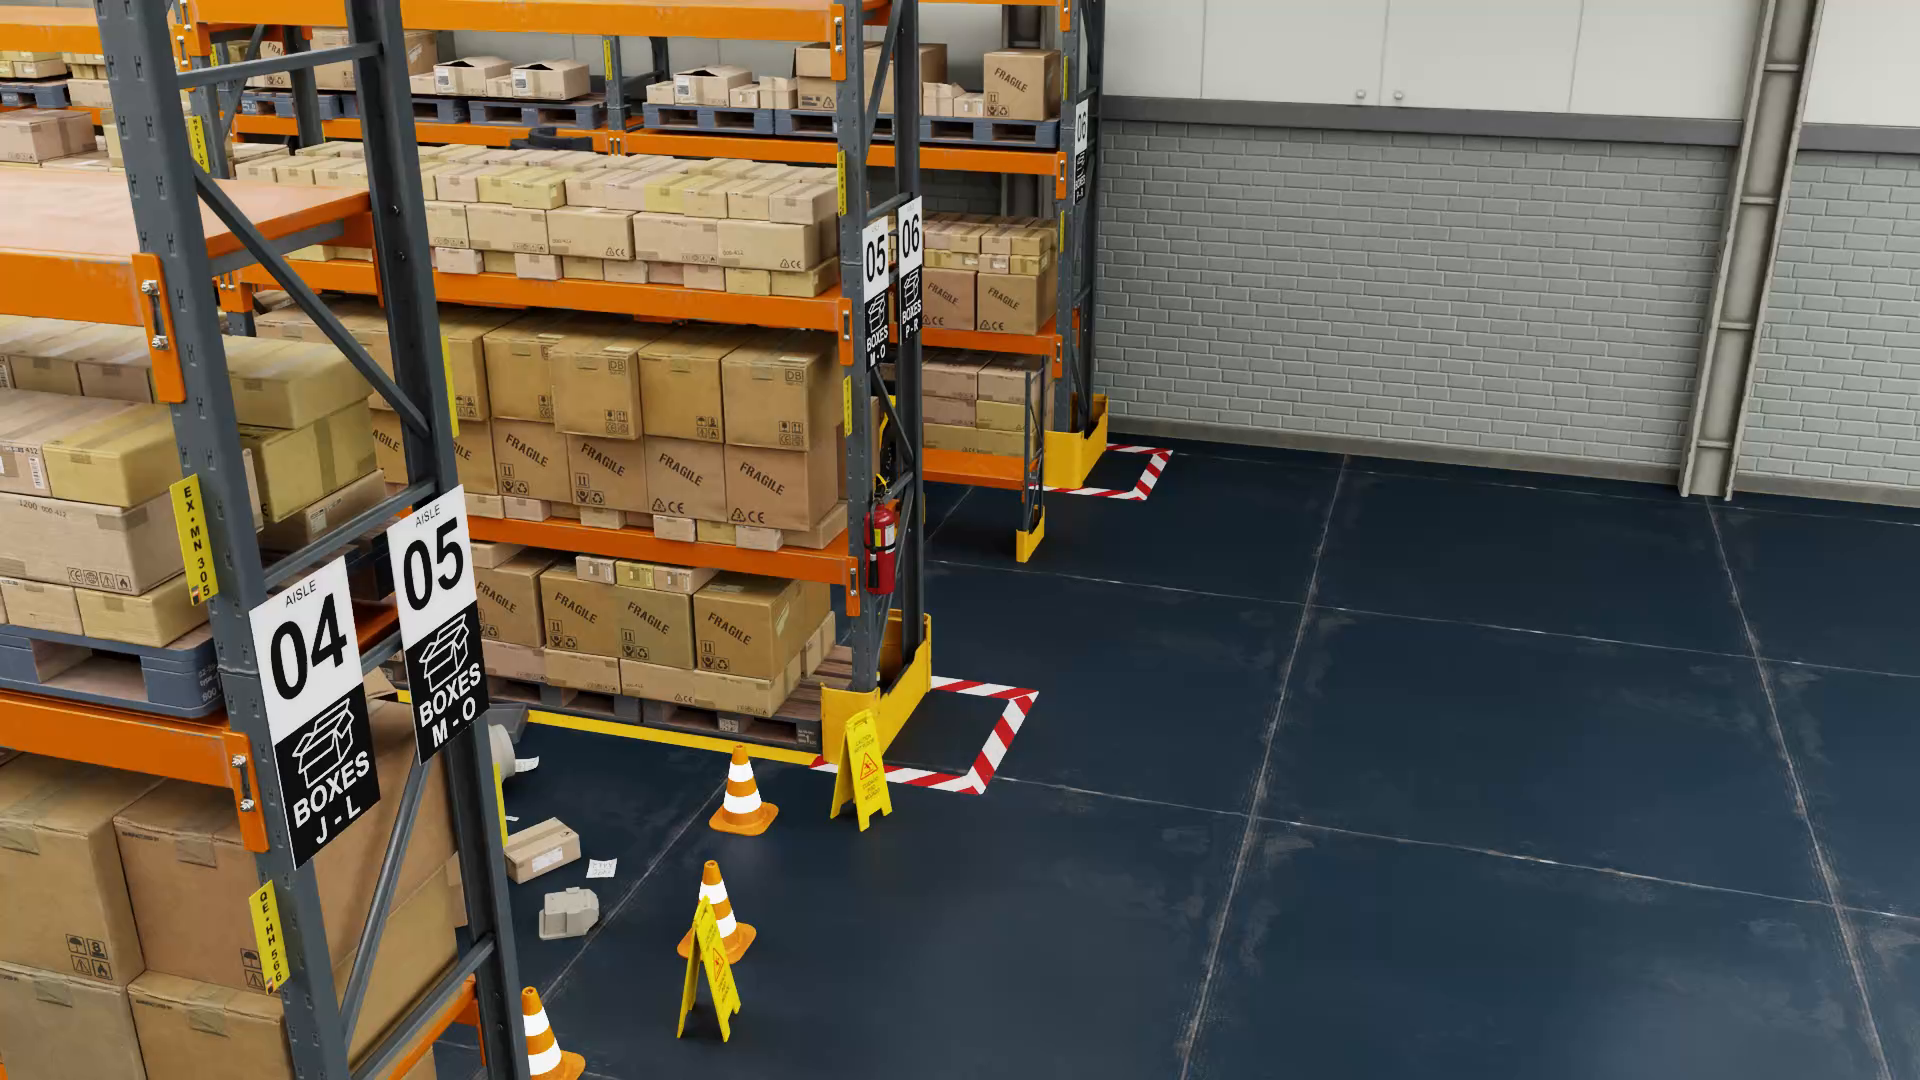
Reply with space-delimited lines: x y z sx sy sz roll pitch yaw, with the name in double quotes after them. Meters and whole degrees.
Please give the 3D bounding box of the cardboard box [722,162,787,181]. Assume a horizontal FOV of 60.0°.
-1.180 -2.070 9.596 0.250 0.149 0.380 7 23 15 "cardboard box"

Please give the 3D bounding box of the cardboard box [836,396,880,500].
-0.805 -0.581 10.116 0.500 0.500 0.500 6 23 15 "cardboard box"

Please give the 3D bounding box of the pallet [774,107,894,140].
-0.842 -3.615 14.200 1.213 0.211 1.003 7 23 16 "pallet"

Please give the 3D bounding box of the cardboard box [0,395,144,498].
-2.424 -0.258 4.493 0.250 0.149 0.380 7 23 16 "cardboard box"

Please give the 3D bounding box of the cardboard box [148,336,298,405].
-2.232 -0.496 5.075 0.250 0.149 0.380 7 23 16 "cardboard box"

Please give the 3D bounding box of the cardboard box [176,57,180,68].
-7.075 -4.496 15.511 0.250 0.149 0.380 7 23 17 "cardboard box"

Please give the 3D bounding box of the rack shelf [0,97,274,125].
-8.575 -4.200 16.456 4.000 0.370 1.077 7 23 16 "rack shelf"

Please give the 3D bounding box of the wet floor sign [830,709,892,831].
-0.558 1.254 9.267 0.232 0.644 0.267 16 27 34 "wet floor sign"

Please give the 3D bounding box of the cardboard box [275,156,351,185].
-3.796 -2.153 9.798 0.250 0.149 0.380 7 23 17 "cardboard box"

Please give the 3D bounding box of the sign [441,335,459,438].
-1.598 -0.465 5.147 0.005 0.325 0.100 7 23 16 "sign"

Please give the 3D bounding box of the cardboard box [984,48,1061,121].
0.505 -3.683 13.432 0.500 0.500 0.500 7 23 17 "cardboard box"

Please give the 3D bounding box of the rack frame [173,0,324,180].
-4.261 -3.459 9.749 0.127 3.000 1.000 7 23 16 "rack frame"

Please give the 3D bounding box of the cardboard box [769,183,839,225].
-0.840 -1.815 8.975 0.250 0.149 0.380 7 23 16 "cardboard box"

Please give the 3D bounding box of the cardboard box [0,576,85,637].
-2.422 0.112 4.644 0.250 0.149 0.380 7 23 16 "cardboard box"

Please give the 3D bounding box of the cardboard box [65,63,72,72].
-8.684 -4.718 16.418 0.250 0.149 0.380 7 23 16 "cardboard box"

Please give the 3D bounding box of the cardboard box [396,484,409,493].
-3.305 -0.349 10.405 0.250 0.149 0.380 7 23 17 "cardboard box"

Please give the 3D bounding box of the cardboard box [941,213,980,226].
0.009 -2.744 14.534 0.250 0.149 0.380 7 23 16 "cardboard box"

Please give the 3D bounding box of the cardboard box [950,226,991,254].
0.092 -2.530 14.011 0.250 0.149 0.380 7 23 17 "cardboard box"

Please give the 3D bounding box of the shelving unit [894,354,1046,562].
0.073 -0.686 12.870 1.083 1.500 0.587 7 23 16 "shelving unit"

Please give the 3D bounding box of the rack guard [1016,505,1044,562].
0.550 -0.053 12.974 0.087 0.250 0.587 7 23 16 "rack guard"

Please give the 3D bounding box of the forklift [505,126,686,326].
-2.906 -2.057 14.327 3.031 2.935 1.130 -16 27 -34 "forklift"

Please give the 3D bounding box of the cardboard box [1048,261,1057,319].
0.605 -2.250 14.576 0.500 0.500 0.500 7 23 17 "cardboard box"

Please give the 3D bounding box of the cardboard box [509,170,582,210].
-2.318 -1.971 9.355 0.250 0.149 0.380 7 23 17 "cardboard box"

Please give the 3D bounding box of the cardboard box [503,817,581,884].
-2.269 1.665 8.921 0.380 0.149 0.250 -20 29 -39 "cardboard box"

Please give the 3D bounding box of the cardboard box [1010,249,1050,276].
0.586 -2.331 13.919 0.250 0.149 0.380 7 23 16 "cardboard box"

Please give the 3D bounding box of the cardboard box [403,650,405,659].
-3.260 0.612 10.801 0.500 0.250 0.500 8 24 19 "cardboard box"

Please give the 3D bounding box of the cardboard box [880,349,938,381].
-0.509 -1.476 14.573 0.500 0.250 0.500 7 23 16 "cardboard box"

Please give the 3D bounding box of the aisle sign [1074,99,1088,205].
0.977 -3.137 13.445 0.004 0.787 0.394 7 23 16 "aisle sign"

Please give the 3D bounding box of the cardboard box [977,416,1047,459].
0.458 -0.907 14.504 0.500 0.250 0.500 7 23 16 "cardboard box"

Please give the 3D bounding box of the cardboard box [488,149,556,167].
-2.633 -2.250 10.037 0.250 0.149 0.380 7 23 16 "cardboard box"

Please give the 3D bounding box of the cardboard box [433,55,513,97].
-4.329 -4.149 14.817 0.500 0.311 0.500 6 23 14 "cardboard box"

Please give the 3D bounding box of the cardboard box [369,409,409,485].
-3.433 -0.671 10.335 0.500 0.500 0.500 6 23 15 "cardboard box"

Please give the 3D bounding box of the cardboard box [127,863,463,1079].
-2.133 1.471 5.438 0.550 0.550 0.875 7 23 16 "cardboard box"

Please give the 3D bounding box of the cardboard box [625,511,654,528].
-1.825 -0.211 10.069 0.250 0.149 0.380 7 23 16 "cardboard box"

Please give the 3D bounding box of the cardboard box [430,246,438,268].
-3.049 -1.720 9.795 0.250 0.149 0.380 6 23 14 "cardboard box"

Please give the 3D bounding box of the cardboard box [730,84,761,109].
-1.753 -3.755 14.071 0.250 0.149 0.380 7 23 17 "cardboard box"

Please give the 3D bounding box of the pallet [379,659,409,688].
-3.608 0.668 11.269 1.213 0.211 1.003 7 23 16 "pallet"

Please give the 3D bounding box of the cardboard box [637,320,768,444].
-1.466 -0.926 9.639 0.500 0.500 0.700 7 23 16 "cardboard box"

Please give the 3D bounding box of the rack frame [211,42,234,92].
-6.660 -5.701 15.216 0.127 3.000 1.000 7 23 16 "rack frame"

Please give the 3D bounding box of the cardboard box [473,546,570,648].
-2.762 0.322 10.518 0.500 0.500 0.500 8 24 18 "cardboard box"

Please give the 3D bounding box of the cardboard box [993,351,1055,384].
0.593 -1.555 14.765 0.500 0.250 0.500 6 23 15 "cardboard box"

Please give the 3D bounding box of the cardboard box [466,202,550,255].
-2.462 -1.824 9.523 0.500 0.250 0.500 7 23 16 "cardboard box"

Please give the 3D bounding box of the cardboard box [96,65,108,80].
-8.031 -4.510 15.938 0.250 0.149 0.380 7 23 16 "cardboard box"

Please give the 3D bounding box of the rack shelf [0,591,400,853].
-3.679 0.291 5.509 4.000 0.370 1.077 7 23 16 "rack shelf"

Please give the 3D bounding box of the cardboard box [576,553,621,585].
-2.136 0.119 10.159 0.250 0.149 0.380 8 23 18 "cardboard box"

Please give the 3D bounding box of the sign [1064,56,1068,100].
0.829 -3.614 13.017 0.005 0.325 0.100 7 23 16 "sign"

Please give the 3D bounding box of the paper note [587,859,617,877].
-1.911 1.749 8.872 0.142 0.019 0.148 -1 22 -3 "paper note"

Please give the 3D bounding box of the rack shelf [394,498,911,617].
-2.346 -0.131 10.490 4.000 0.370 1.077 7 23 16 "rack shelf"

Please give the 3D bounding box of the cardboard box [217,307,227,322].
-5.107 -1.272 11.245 0.500 0.500 0.500 7 23 16 "cardboard box"

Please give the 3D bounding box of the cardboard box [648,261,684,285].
-1.569 -1.563 9.410 0.250 0.149 0.380 7 23 16 "cardboard box"
